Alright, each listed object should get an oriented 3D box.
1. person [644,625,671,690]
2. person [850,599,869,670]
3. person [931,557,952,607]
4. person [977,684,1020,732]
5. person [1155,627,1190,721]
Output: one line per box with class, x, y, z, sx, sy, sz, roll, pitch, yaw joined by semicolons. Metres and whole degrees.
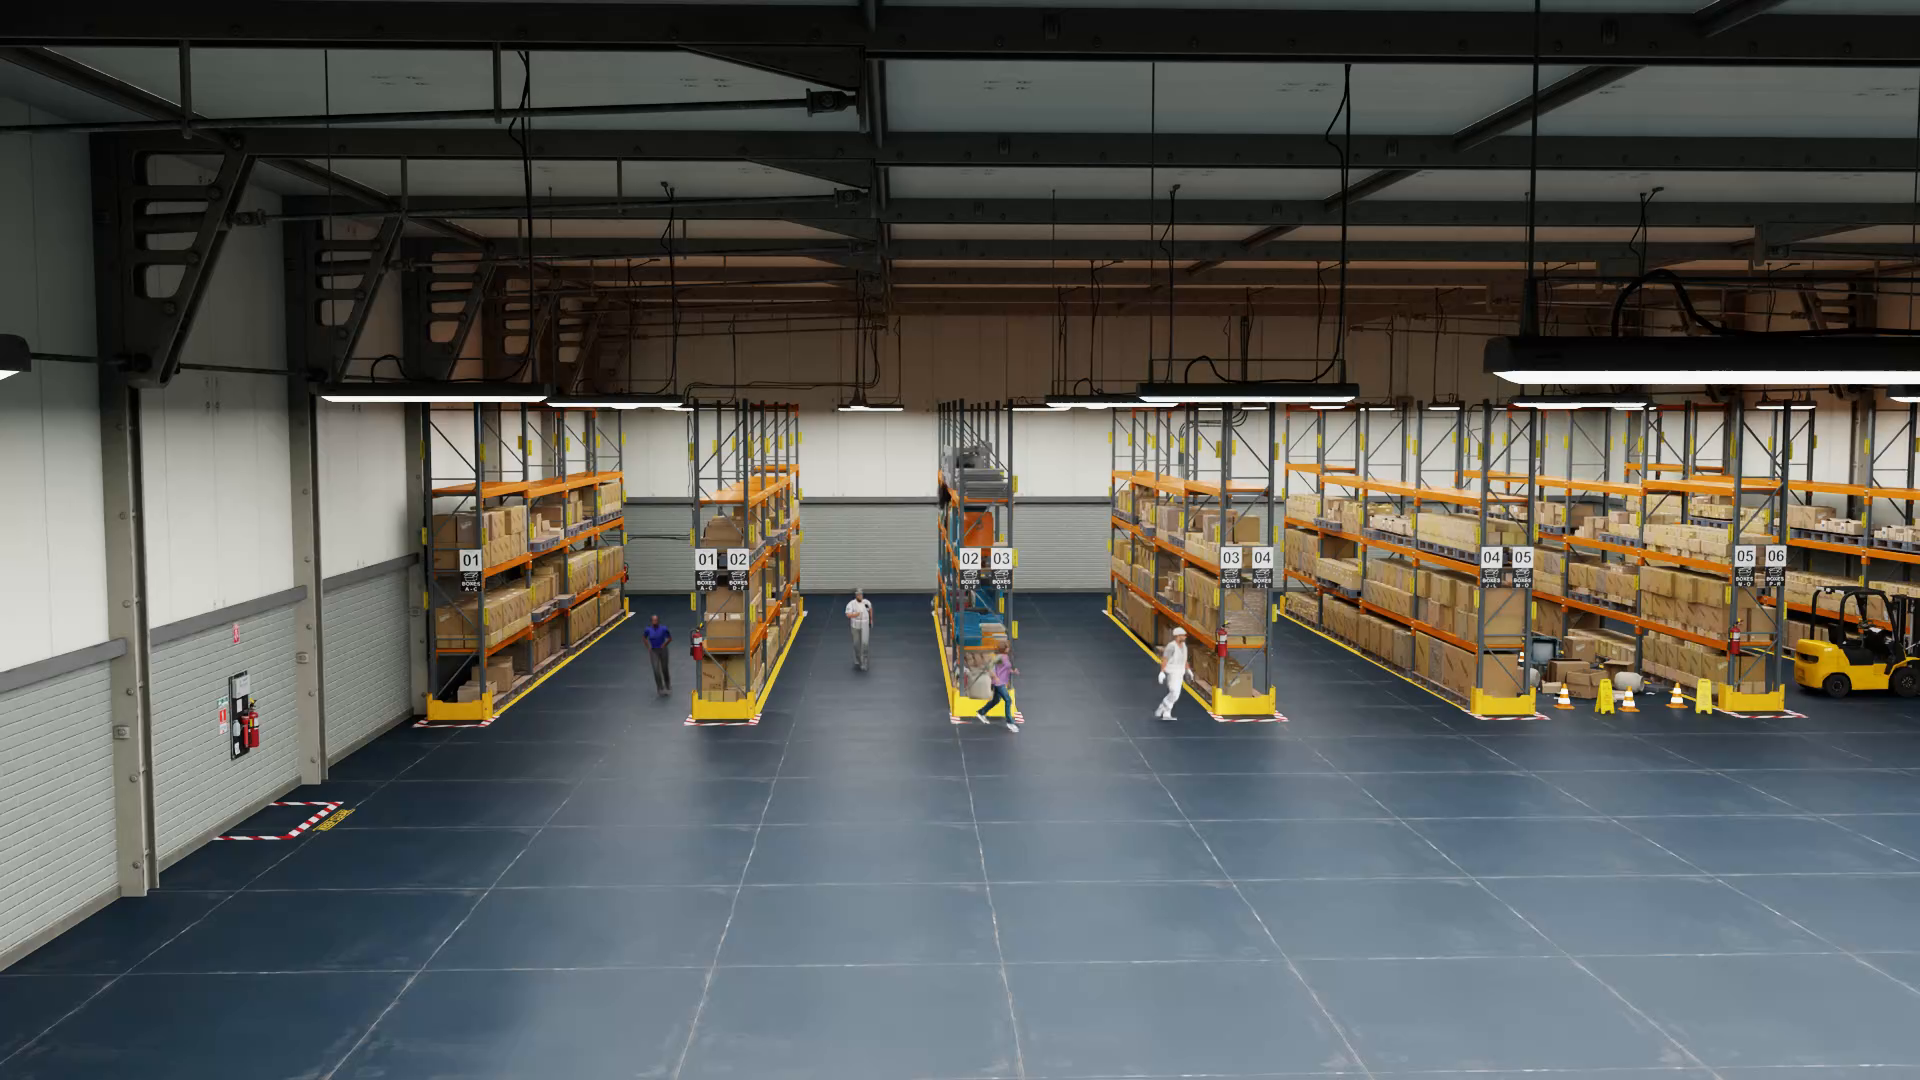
person;-6.188;2.371;34.053;0.557;1.361;0.691;0;4;-1
person;-2.268;2.117;37.554;0.448;1.580;0.832;0;4;-5
person;-0.529;1.271;48.731;0.557;1.508;0.613;3;5;30
person;0.684;2.955;30.097;0.869;0.984;0.341;2;5;19
person;3.977;2.492;30.962;0.526;1.763;0.648;4;6;43
